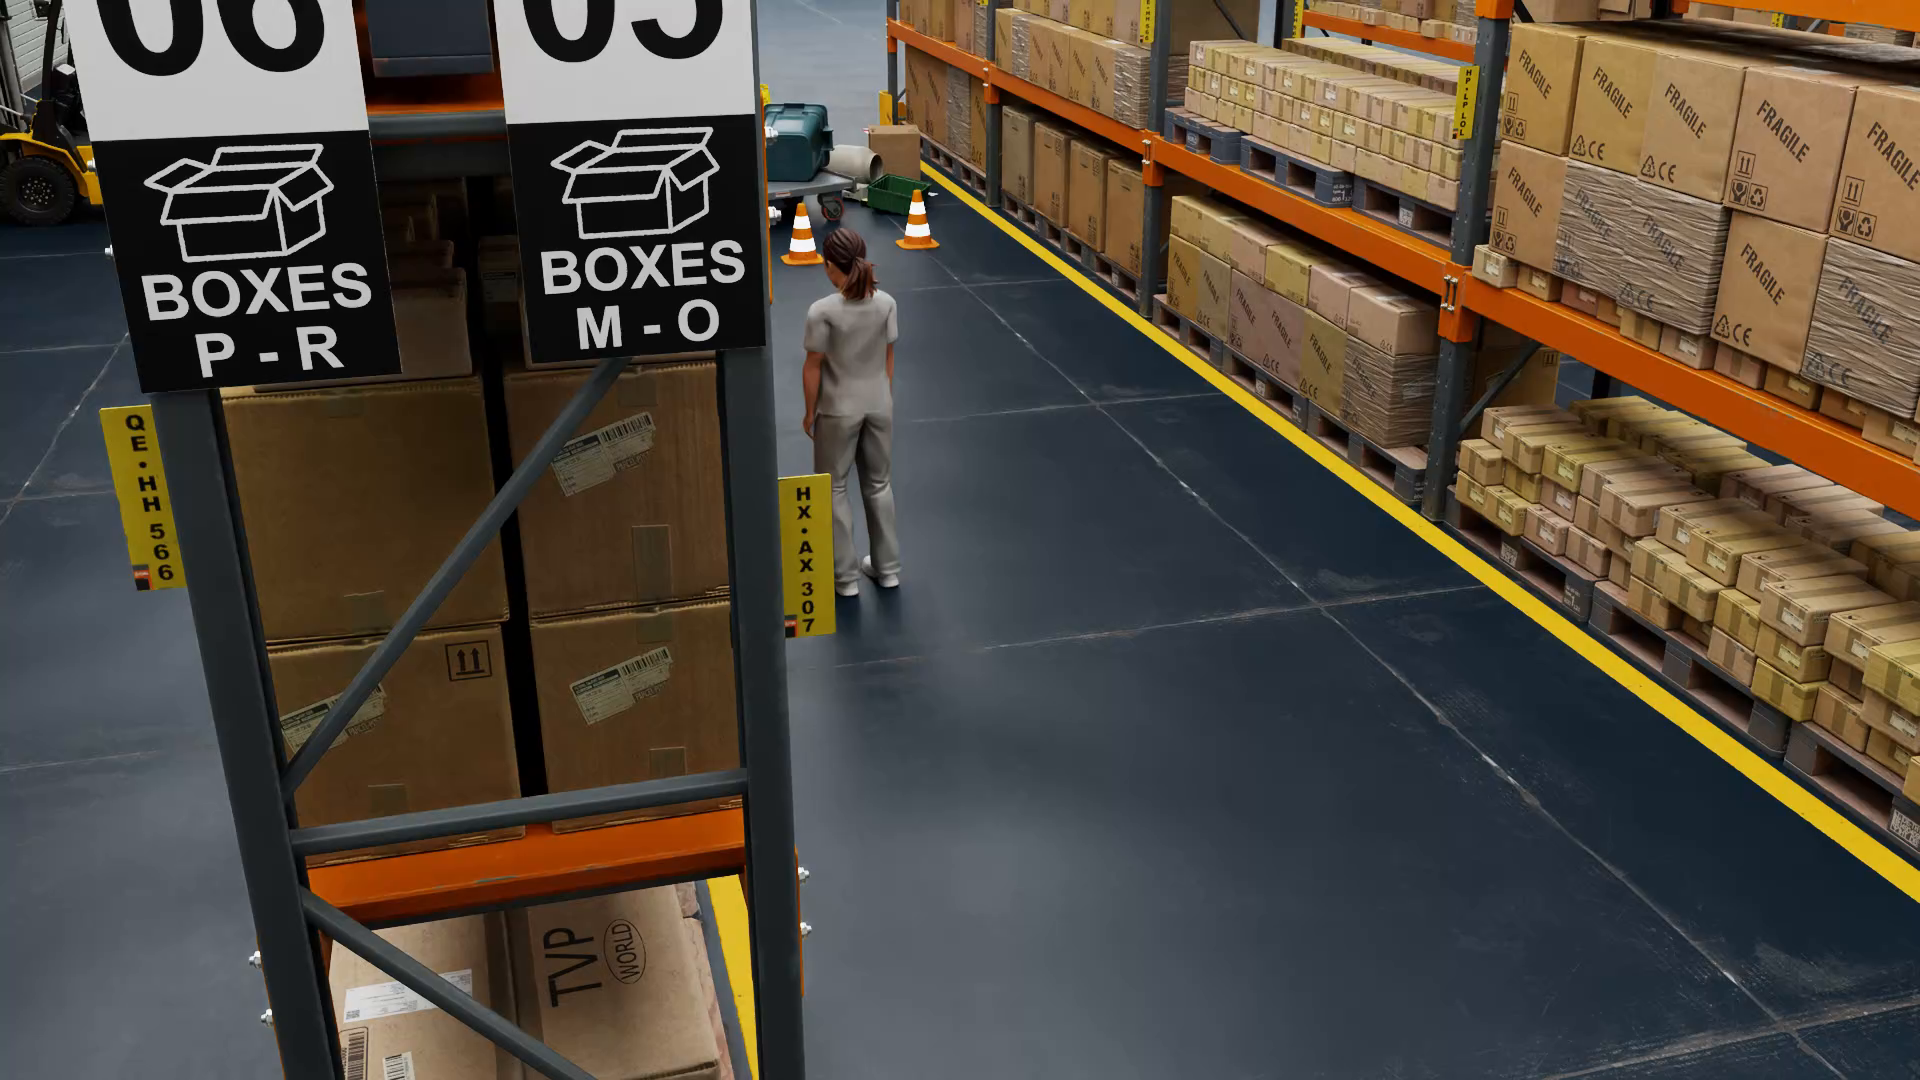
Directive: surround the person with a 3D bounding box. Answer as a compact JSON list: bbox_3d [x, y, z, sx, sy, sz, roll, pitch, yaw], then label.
[{"bbox_3d":[-0.483,-0.556,7.422,0.444,1.669,0.358,-12,26,-25],"label":"person"}]
